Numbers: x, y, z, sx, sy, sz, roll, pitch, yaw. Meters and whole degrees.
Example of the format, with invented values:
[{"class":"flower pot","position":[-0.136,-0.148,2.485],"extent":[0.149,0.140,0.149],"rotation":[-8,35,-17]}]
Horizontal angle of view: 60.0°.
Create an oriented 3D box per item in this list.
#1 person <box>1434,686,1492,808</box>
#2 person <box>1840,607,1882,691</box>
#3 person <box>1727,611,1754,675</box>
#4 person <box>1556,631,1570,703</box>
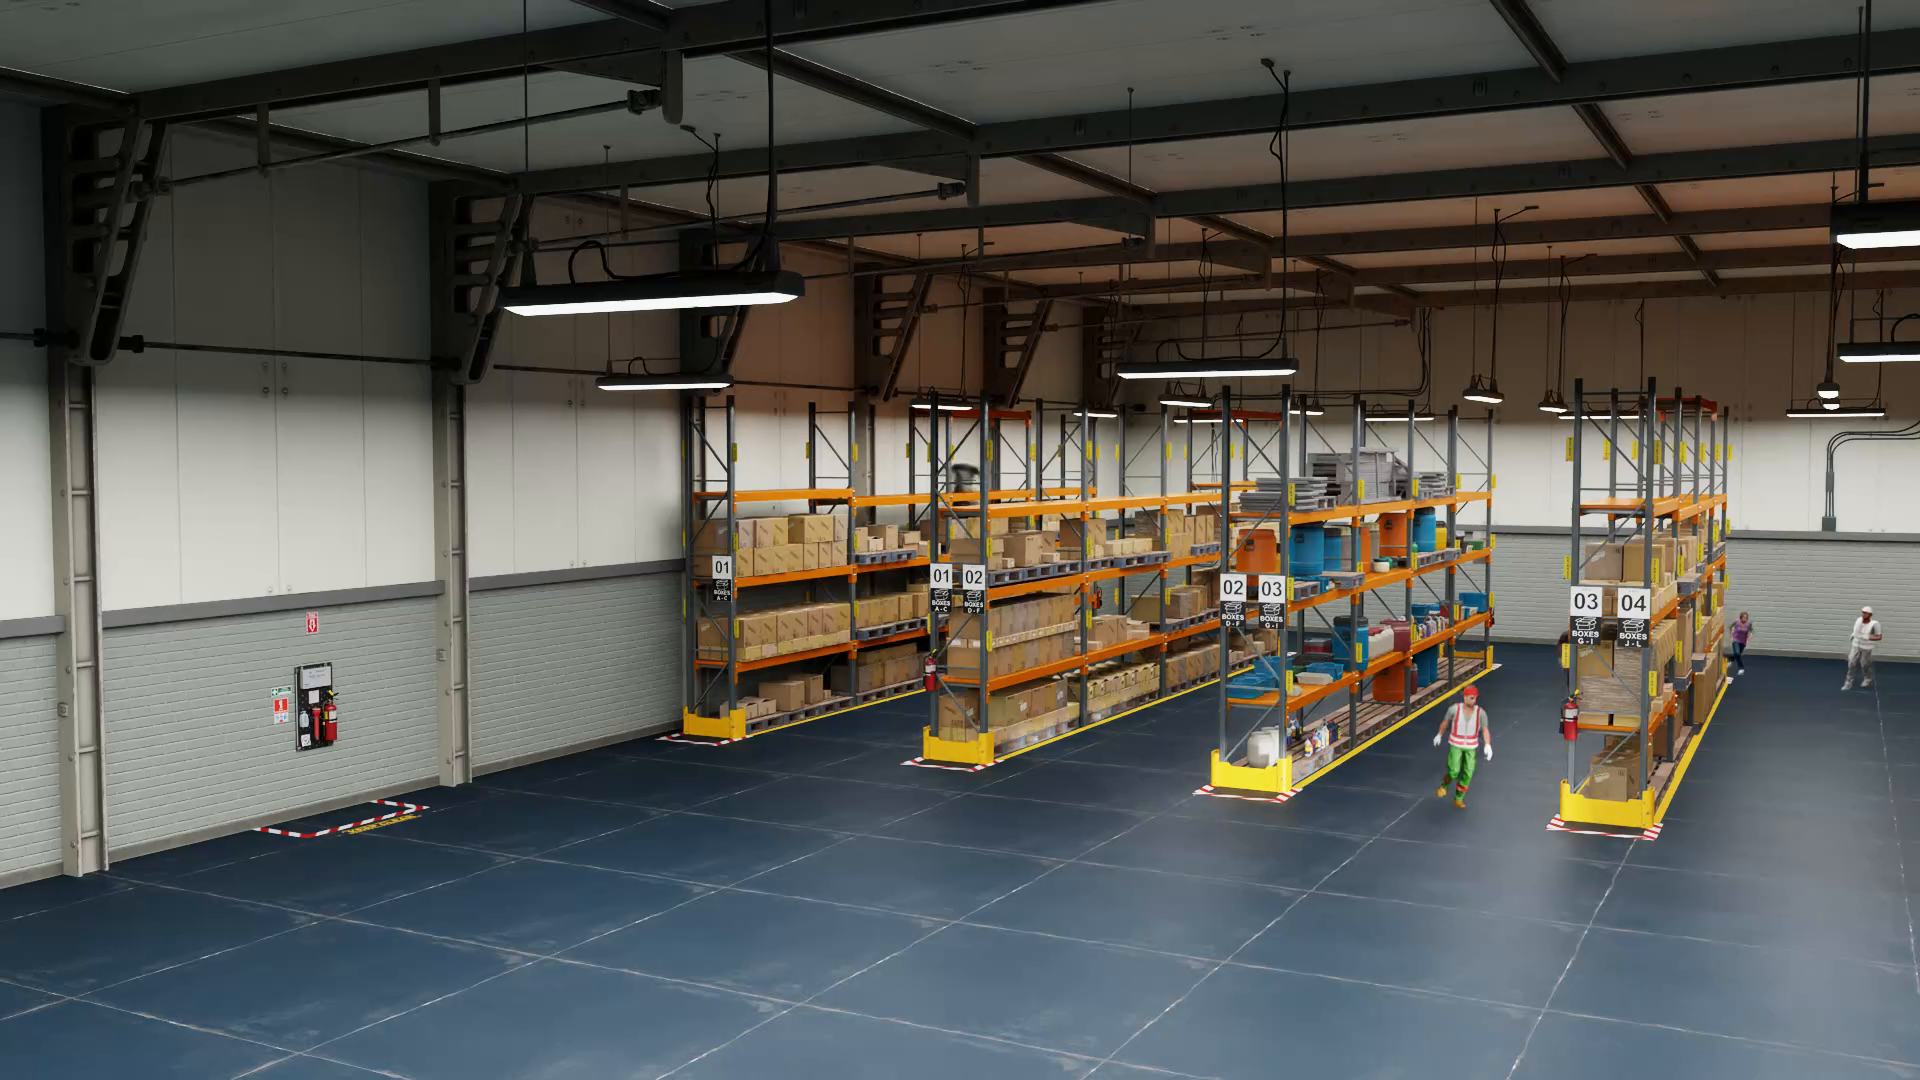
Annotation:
[{"class":"person","position":[7.059,2.896,23.367],"extent":[0.697,1.733,0.693],"rotation":[0,3,4]},{"class":"person","position":[19.048,2.288,34.950],"extent":[0.917,1.795,0.701],"rotation":[-2,4,-31]},{"class":"person","position":[17.673,2.337,37.749],"extent":[0.534,1.405,0.969],"rotation":[0,3,8]},{"class":"person","position":[12.185,2.421,32.908],"extent":[0.695,1.712,0.717],"rotation":[1,3,12]}]
